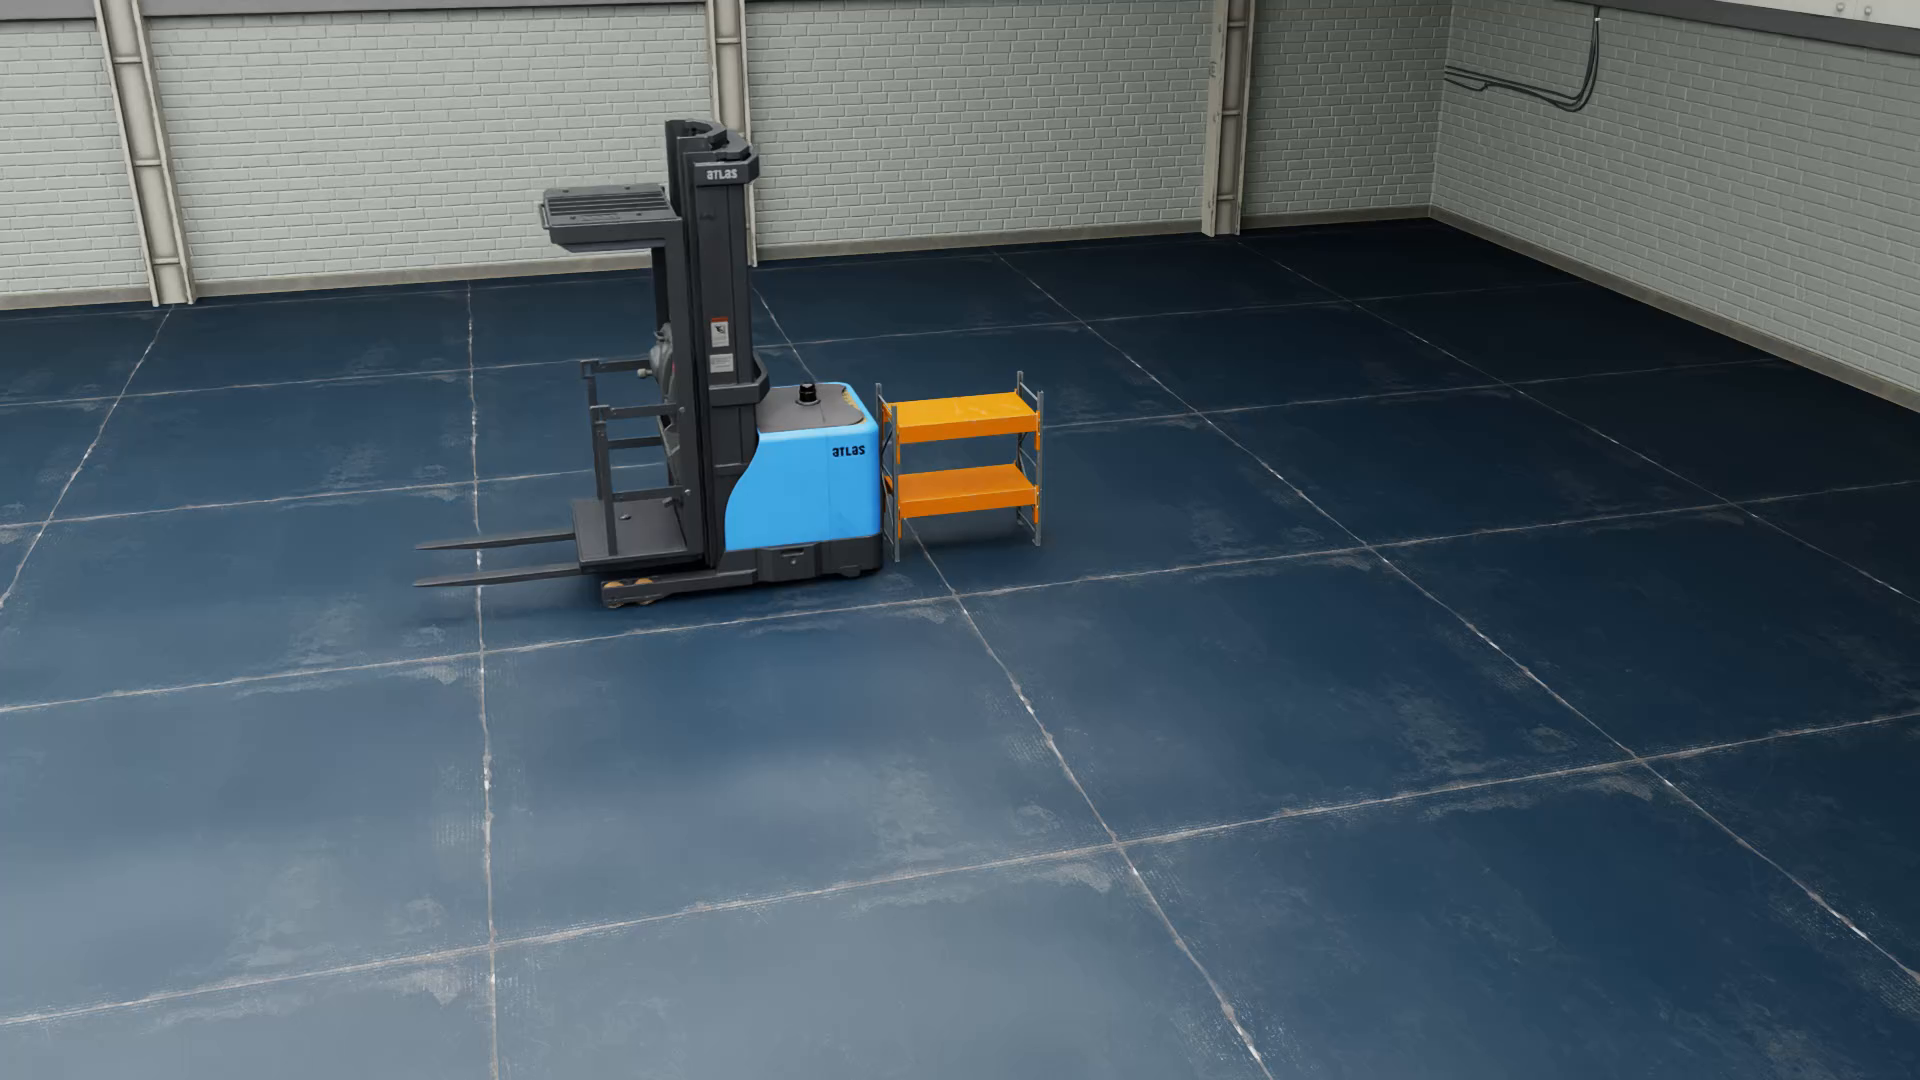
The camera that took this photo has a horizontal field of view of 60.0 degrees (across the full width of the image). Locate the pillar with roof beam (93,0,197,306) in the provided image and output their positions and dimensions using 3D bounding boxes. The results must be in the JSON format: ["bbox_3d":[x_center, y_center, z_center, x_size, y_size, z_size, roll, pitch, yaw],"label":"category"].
[{"bbox_3d":[-7.163,-5.032,12.066,0.400,9.000,9.100,-6,24,-14],"label":"pillar with roof beam"}]

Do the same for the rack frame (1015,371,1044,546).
[{"bbox_3d":[0.483,-0.570,11.653,0.032,1.125,0.500,-6,24,-14],"label":"rack frame"}]

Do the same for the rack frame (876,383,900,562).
[{"bbox_3d":[-0.496,-0.462,11.400,0.032,1.125,0.500,-6,24,-14],"label":"rack frame"}]

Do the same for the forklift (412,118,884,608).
[{"bbox_3d":[-2.090,-1.140,10.689,3.031,2.935,1.130,-6,24,-14],"label":"forklift"}]

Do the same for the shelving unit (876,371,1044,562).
[{"bbox_3d":[-0.007,-0.516,11.527,1.048,1.125,0.538,-6,24,-14],"label":"shelving unit"}]

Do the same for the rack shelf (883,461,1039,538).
[{"bbox_3d":[-0.007,-0.292,11.623,1.000,0.278,0.538,-6,24,-14],"label":"rack shelf"}]

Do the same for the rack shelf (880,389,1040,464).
[{"bbox_3d":[-0.007,-0.785,11.411,1.000,0.278,0.538,-6,24,-14],"label":"rack shelf"}]

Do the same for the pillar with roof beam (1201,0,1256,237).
[{"bbox_3d":[4.391,-6.311,15.045,0.400,9.000,9.100,-6,24,-14],"label":"pillar with roof beam"}]

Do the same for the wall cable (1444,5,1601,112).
[{"bbox_3d":[6.422,-6.330,19.028,0.112,2.526,3.097,-6,24,-14],"label":"wall cable"}]

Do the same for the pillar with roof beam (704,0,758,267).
[{"bbox_3d":[-1.386,-5.672,13.556,0.400,9.000,9.100,-6,24,-14],"label":"pillar with roof beam"}]
